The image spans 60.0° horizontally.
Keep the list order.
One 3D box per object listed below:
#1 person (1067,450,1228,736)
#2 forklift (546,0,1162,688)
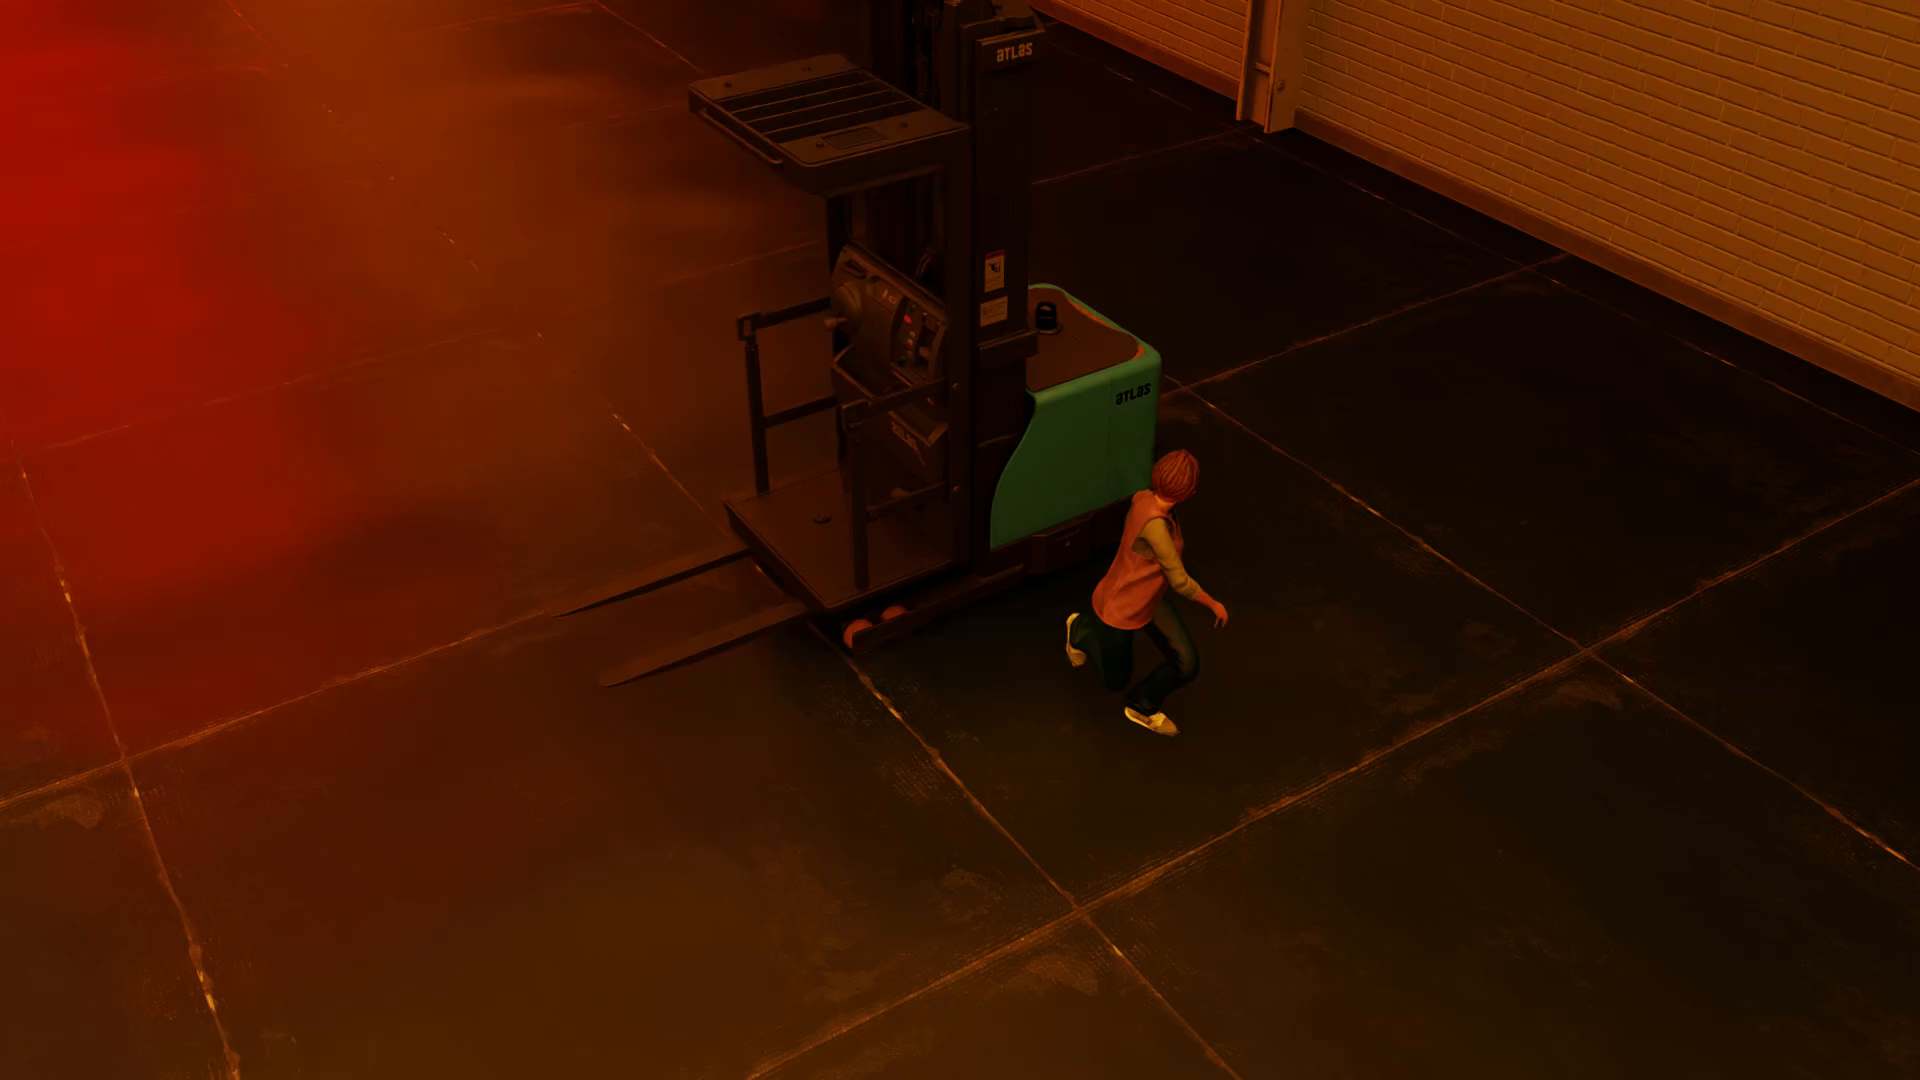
[{"bbox_3d":[0.796,0.208,7.253,0.811,1.370,0.539,26,42,32],"label":"person"},{"bbox_3d":[-0.507,-1.002,7.574,3.031,2.935,1.130,-21,40,-27],"label":"forklift"}]
